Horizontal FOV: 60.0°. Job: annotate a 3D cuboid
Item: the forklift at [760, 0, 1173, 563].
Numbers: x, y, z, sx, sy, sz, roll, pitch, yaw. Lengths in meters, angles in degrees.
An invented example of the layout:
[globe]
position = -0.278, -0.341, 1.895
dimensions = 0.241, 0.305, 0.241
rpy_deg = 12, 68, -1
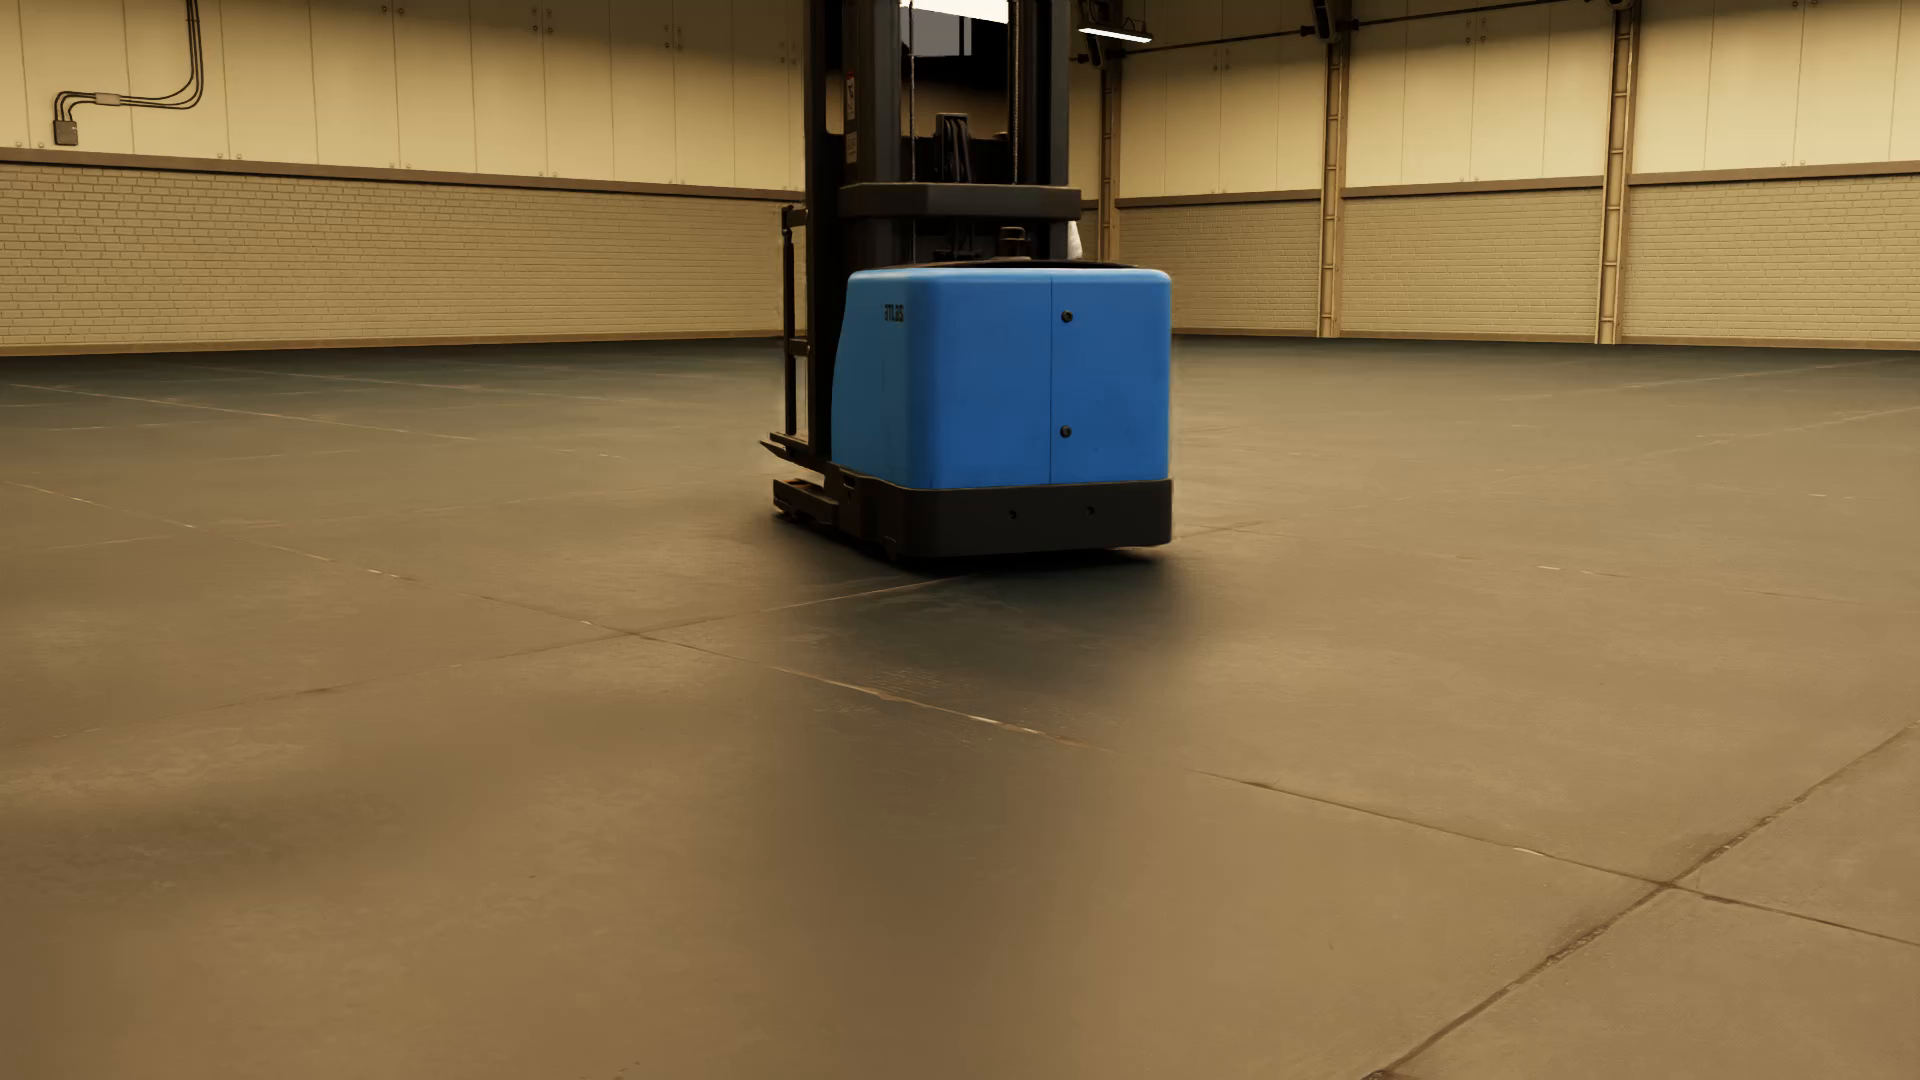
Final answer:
[forklift]
position = -0.195, -1.549, 7.160
dimensions = 1.130, 2.935, 3.031
rpy_deg = -3, 9, -20

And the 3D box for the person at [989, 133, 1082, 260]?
[person]
position = 0.202, -1.022, 7.759
dimensions = 0.864, 1.717, 0.513
rpy_deg = -3, 9, -21
